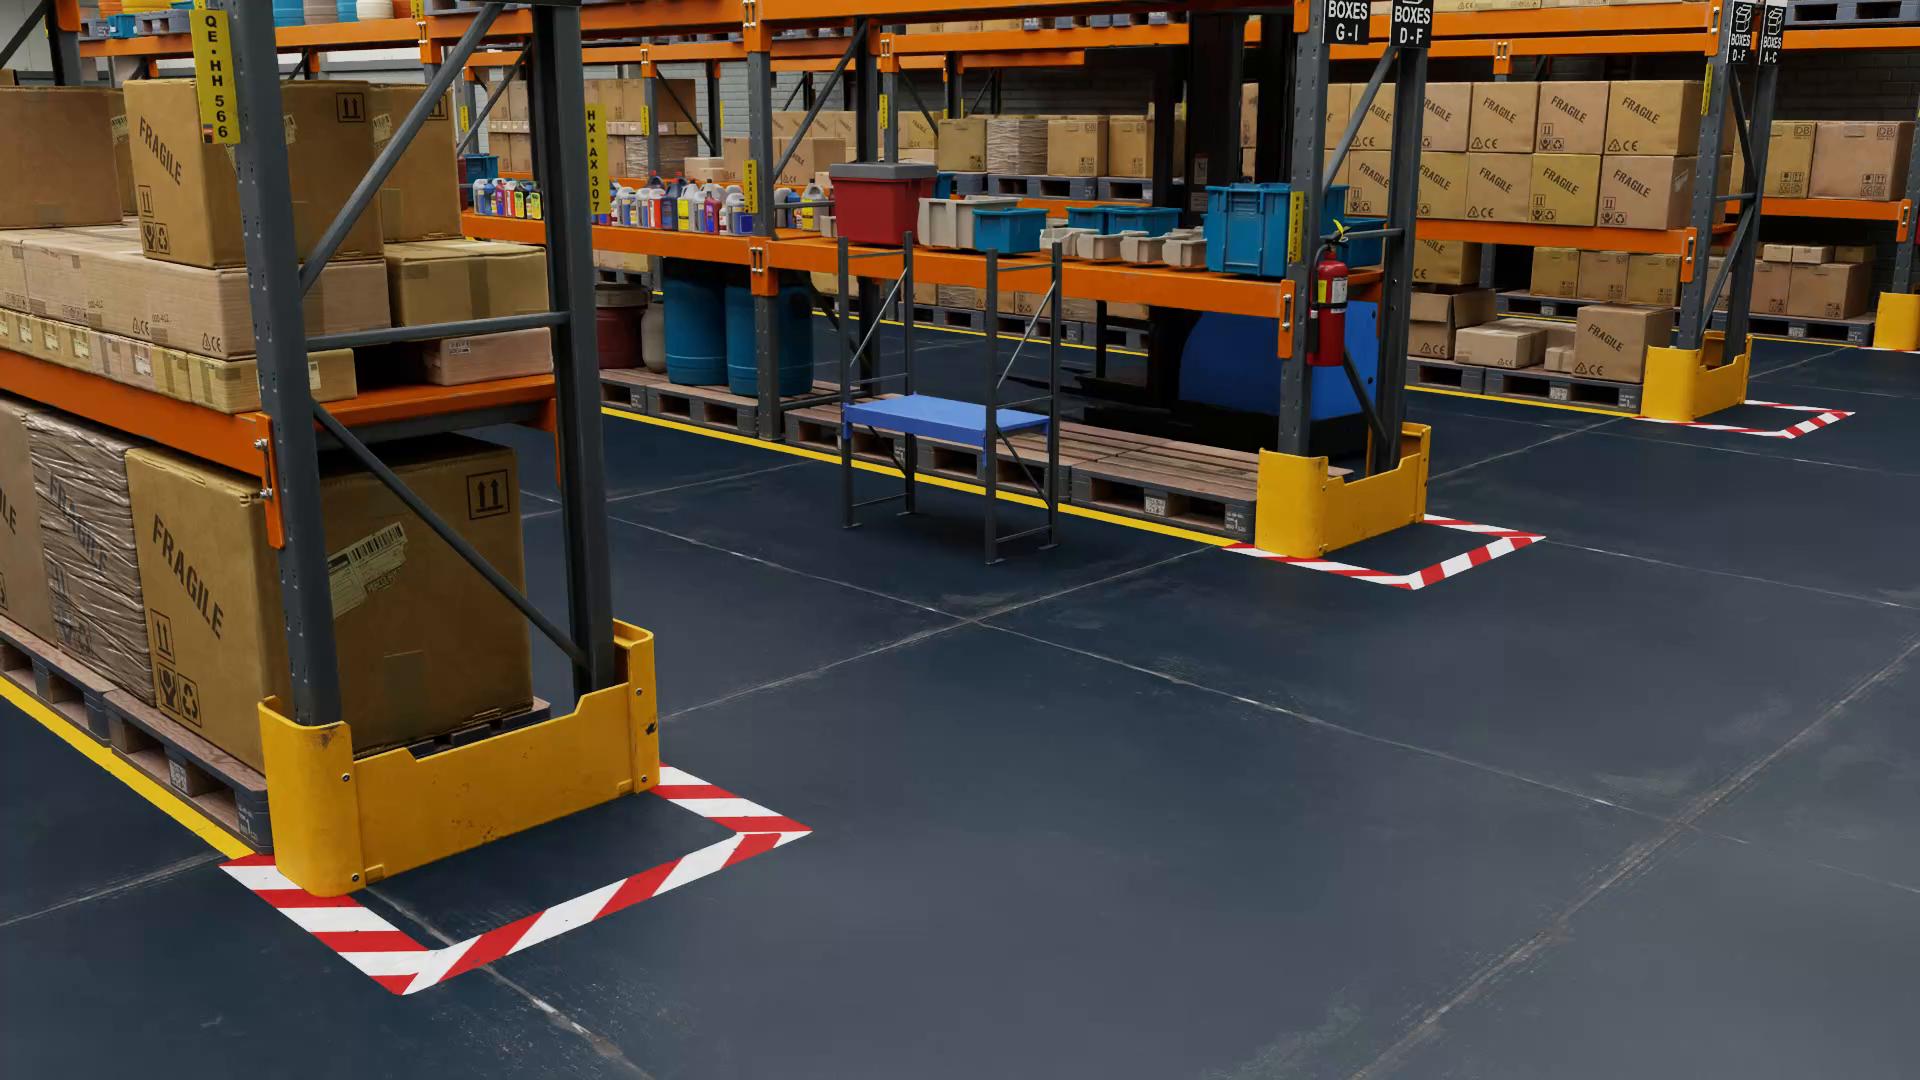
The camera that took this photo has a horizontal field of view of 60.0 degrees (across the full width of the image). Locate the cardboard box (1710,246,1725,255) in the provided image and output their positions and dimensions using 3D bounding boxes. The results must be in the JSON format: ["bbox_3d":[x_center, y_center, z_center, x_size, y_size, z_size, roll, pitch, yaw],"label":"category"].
[{"bbox_3d":[7.562,-2.936,16.591,0.250,0.149,0.380,14,20,43],"label":"cardboard box"}]

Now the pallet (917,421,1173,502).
[{"bbox_3d":[0.503,-0.506,9.954,1.213,0.211,1.003,14,20,42],"label":"pallet"}]

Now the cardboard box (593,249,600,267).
[{"bbox_3d":[-4.463,-3.577,20.832,0.500,0.250,0.500,14,20,42],"label":"cardboard box"}]

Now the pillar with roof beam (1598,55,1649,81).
[{"bbox_3d":[4.057,-6.145,14.168,0.400,9.000,9.100,14,20,42],"label":"pillar with roof beam"}]

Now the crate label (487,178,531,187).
[{"bbox_3d":[-3.858,-2.951,14.141,0.416,0.233,0.303,14,20,42],"label":"crate label"}]

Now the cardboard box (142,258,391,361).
[{"bbox_3d":[-2.027,-0.699,4.874,0.500,0.250,0.500,13,20,41],"label":"cardboard box"}]

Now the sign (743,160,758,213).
[{"bbox_3d":[-1.319,-2.225,10.472,0.005,0.325,0.100,14,20,42],"label":"sign"}]

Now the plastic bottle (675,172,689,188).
[{"bbox_3d":[-2.090,-2.582,12.490,0.185,0.351,0.144,14,20,42],"label":"plastic bottle"}]

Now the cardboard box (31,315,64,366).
[{"bbox_3d":[-2.902,-0.696,5.652,0.250,0.149,0.380,14,20,42],"label":"cardboard box"}]

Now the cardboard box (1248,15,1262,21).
[{"bbox_3d":[2.683,-4.338,13.479,0.500,0.250,0.500,14,20,42],"label":"cardboard box"}]

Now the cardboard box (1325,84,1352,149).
[{"bbox_3d":[3.021,-3.397,13.340,0.500,0.500,0.500,13,19,40],"label":"cardboard box"}]

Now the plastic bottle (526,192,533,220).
[{"bbox_3d":[-3.234,-2.530,12.588,0.097,0.201,0.097,0,15,0],"label":"plastic bottle"}]

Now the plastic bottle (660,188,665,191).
[{"bbox_3d":[-2.094,-2.340,11.719,0.097,0.271,0.097,0,15,0],"label":"plastic bottle"}]

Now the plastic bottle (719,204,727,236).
[{"bbox_3d":[-1.546,-2.120,11.013,0.097,0.201,0.097,0,15,0],"label":"plastic bottle"}]

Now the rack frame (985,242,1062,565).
[{"bbox_3d":[0.305,-0.652,7.959,0.032,1.500,0.500,14,20,42],"label":"rack frame"}]

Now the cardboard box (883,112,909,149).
[{"bbox_3d":[-0.736,-5.802,23.519,0.500,0.500,0.500,14,20,42],"label":"cardboard box"}]

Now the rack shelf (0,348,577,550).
[{"bbox_3d":[-2.934,-0.593,6.186,4.000,0.370,1.077,14,20,42],"label":"rack shelf"}]

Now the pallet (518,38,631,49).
[{"bbox_3d":[-4.760,-6.256,20.718,1.213,0.211,1.003,14,20,42],"label":"pallet"}]

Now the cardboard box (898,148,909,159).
[{"bbox_3d":[-0.722,-5.442,23.628,0.500,0.250,0.500,14,20,42],"label":"cardboard box"}]

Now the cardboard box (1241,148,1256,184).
[{"bbox_3d":[2.683,-2.998,13.793,0.500,0.500,0.500,-14,20,-43],"label":"cardboard box"}]

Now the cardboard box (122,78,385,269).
[{"bbox_3d":[-2.027,-1.063,4.783,0.500,0.500,0.500,14,20,43],"label":"cardboard box"}]

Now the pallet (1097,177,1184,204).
[{"bbox_3d":[2.006,-3.155,14.974,1.213,0.211,1.003,14,20,42],"label":"pallet"}]

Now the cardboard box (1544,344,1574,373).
[{"bbox_3d":[4.593,-1.368,12.481,0.250,0.166,0.380,14,20,42],"label":"cardboard box"}]

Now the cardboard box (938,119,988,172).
[{"bbox_3d":[0.157,-3.951,16.614,0.500,0.500,0.700,7,16,24],"label":"cardboard box"}]

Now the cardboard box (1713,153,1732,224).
[{"bbox_3d":[5.248,-2.563,12.120,0.500,0.500,0.500,-14,20,-43],"label":"cardboard box"}]

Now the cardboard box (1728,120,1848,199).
[{"bbox_3d":[7.915,-3.646,15.883,0.700,0.700,0.980,13,20,42],"label":"cardboard box"}]

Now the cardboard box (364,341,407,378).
[{"bbox_3d":[-1.706,-0.636,5.423,0.250,0.149,0.380,13,20,41],"label":"cardboard box"}]

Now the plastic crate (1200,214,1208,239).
[{"bbox_3d":[1.521,-1.656,9.053,0.300,0.233,0.416,14,20,42],"label":"plastic crate"}]

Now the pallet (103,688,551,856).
[{"bbox_3d":[-2.124,0.632,5.586,1.213,0.211,1.003,14,20,42],"label":"pallet"}]

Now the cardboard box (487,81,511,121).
[{"bbox_3d":[-5.768,-5.772,21.863,0.500,0.500,0.700,14,20,42],"label":"cardboard box"}]

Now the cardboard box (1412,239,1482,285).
[{"bbox_3d":[5.383,-3.242,18.355,0.750,0.750,0.750,14,20,43],"label":"cardboard box"}]

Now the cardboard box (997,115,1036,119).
[{"bbox_3d":[0.922,-5.456,22.350,0.700,0.500,0.500,-12,19,-39],"label":"cardboard box"}]

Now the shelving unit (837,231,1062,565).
[{"bbox_3d":[-0.061,-0.741,8.300,1.048,1.500,0.538,14,20,42],"label":"shelving unit"}]

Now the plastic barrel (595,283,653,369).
[{"bbox_3d":[-2.638,-1.646,12.752,0.708,0.588,0.600,14,20,42],"label":"plastic barrel"}]

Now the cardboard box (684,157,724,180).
[{"bbox_3d":[-2.869,-4.338,19.429,0.500,0.250,0.500,-13,19,-41],"label":"cardboard box"}]

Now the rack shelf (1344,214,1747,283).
[{"bbox_3d":[3.945,-2.391,13.085,4.000,0.370,1.077,14,20,42],"label":"rack shelf"}]

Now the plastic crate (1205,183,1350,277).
[{"bbox_3d":[1.573,-1.561,8.285,0.499,0.435,0.616,14,20,42],"label":"plastic crate"}]

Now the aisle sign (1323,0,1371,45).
[{"bbox_3d":[1.792,-2.682,7.622,0.004,0.787,0.394,14,20,42],"label":"aisle sign"}]

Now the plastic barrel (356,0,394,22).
[{"bbox_3d":[-4.893,-4.455,13.907,0.301,0.262,0.301,0,15,0],"label":"plastic barrel"}]

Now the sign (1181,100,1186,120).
[{"bbox_3d":[2.691,-5.110,19.957,0.005,0.325,0.100,14,20,42],"label":"sign"}]

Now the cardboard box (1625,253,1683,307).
[{"bbox_3d":[7.135,-2.654,16.793,0.700,0.500,0.500,-14,20,-43],"label":"cardboard box"}]

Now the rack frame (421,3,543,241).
[{"bbox_3d":[-3.815,-2.890,13.576,0.127,3.000,1.000,14,20,42],"label":"rack frame"}]

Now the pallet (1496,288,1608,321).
[{"bbox_3d":[6.434,-2.492,17.577,1.213,0.211,1.003,14,20,42],"label":"pallet"}]

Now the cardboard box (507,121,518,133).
[{"bbox_3d":[-5.630,-5.354,21.545,0.250,0.149,0.380,14,20,42],"label":"cardboard box"}]

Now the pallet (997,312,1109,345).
[{"bbox_3d":[1.011,-2.088,16.028,1.213,0.211,1.003,14,20,42],"label":"pallet"}]

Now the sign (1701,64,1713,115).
[{"bbox_3d":[4.985,-3.005,11.092,0.005,0.325,0.100,14,20,42],"label":"sign"}]

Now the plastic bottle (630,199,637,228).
[{"bbox_3d":[-2.269,-2.296,11.687,0.097,0.201,0.097,0,15,0],"label":"plastic bottle"}]

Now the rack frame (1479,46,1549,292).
[{"bbox_3d":[5.941,-3.989,17.791,0.127,3.000,1.000,14,20,42],"label":"rack frame"}]

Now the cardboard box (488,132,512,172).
[{"bbox_3d":[-5.806,-5.153,22.062,0.500,0.500,0.700,14,20,42],"label":"cardboard box"}]

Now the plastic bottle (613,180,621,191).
[{"bbox_3d":[-2.711,-2.703,13.111,0.097,0.271,0.097,0,15,0],"label":"plastic bottle"}]

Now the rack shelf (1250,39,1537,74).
[{"bbox_3d":[4.501,-5.442,18.846,4.000,0.370,1.077,14,20,42],"label":"rack shelf"}]

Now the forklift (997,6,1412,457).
[{"bbox_3d":[1.494,-2.193,11.036,1.130,2.935,3.031,-12,19,-39],"label":"forklift"}]

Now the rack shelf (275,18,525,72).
[{"bbox_3d":[-5.255,-4.344,14.632,4.000,0.370,1.077,14,20,42],"label":"rack shelf"}]

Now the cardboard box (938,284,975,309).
[{"bbox_3d":[0.136,-2.570,16.431,0.500,0.500,0.500,13,19,40],"label":"cardboard box"}]
